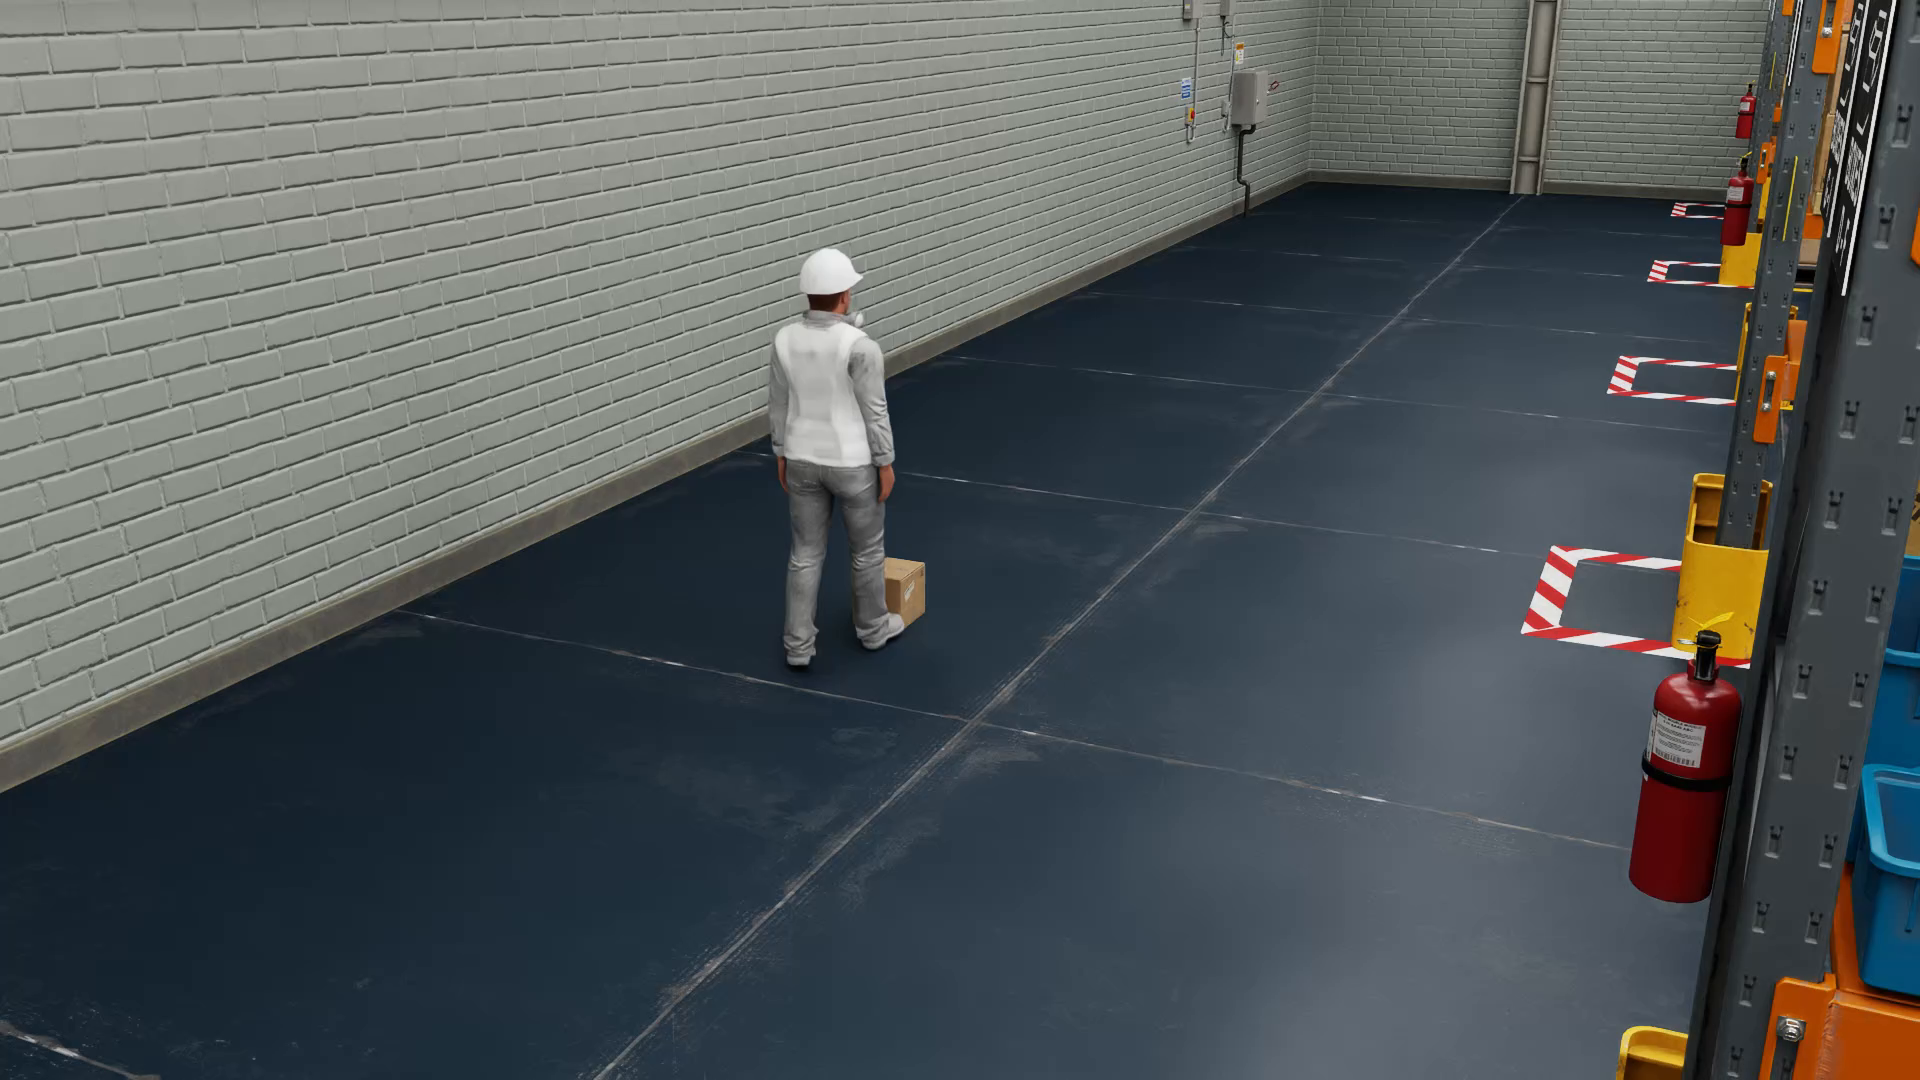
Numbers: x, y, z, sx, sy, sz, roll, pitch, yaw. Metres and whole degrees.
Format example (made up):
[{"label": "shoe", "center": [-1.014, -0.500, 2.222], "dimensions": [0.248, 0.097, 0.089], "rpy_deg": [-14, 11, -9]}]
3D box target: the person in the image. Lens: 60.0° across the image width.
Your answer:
[{"label": "person", "center": [-0.501, -0.353, 7.041], "dimensions": [0.553, 1.776, 0.660], "rpy_deg": [8, 21, 23]}]
